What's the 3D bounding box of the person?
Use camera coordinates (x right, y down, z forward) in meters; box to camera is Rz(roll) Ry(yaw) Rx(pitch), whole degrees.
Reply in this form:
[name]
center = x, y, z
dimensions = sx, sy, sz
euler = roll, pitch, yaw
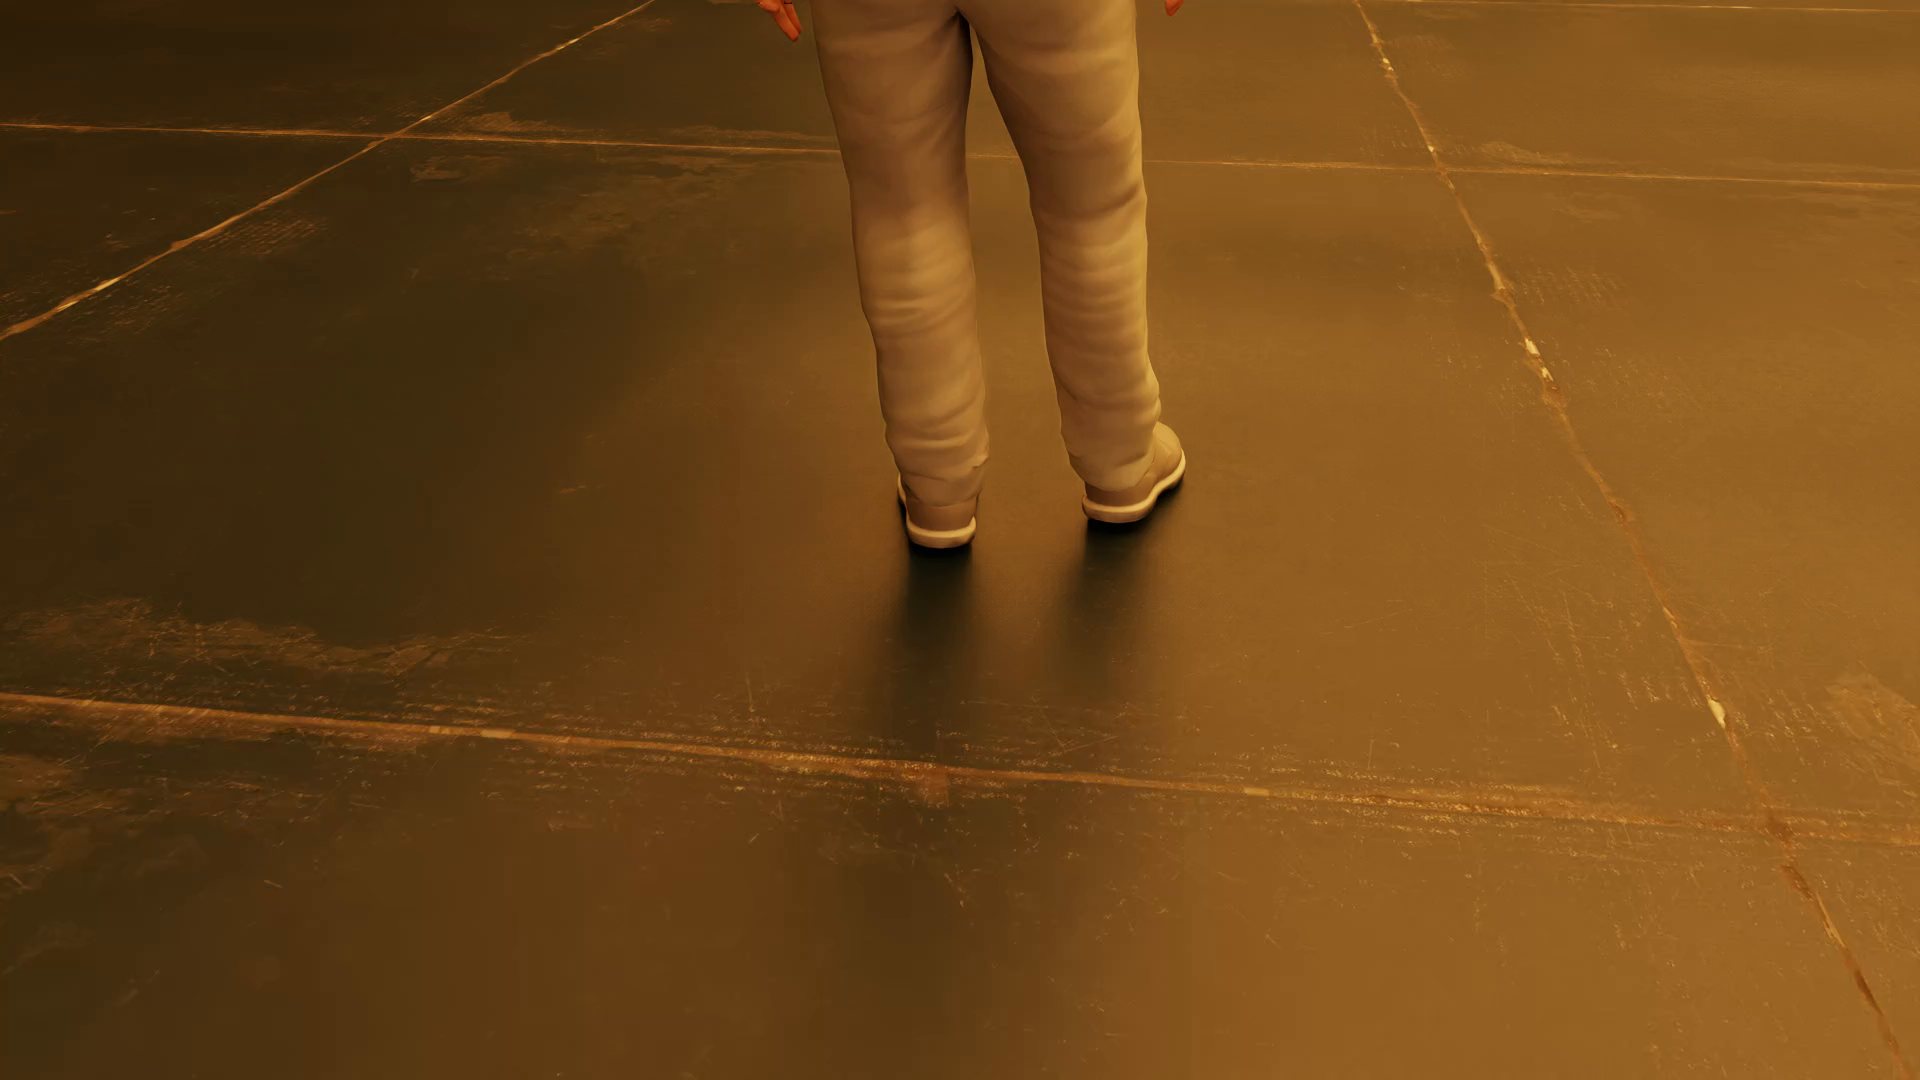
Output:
[person]
center = 0.021, -0.839, 2.167
dimensions = 0.641, 1.781, 0.574
euler = 3, 27, 7
